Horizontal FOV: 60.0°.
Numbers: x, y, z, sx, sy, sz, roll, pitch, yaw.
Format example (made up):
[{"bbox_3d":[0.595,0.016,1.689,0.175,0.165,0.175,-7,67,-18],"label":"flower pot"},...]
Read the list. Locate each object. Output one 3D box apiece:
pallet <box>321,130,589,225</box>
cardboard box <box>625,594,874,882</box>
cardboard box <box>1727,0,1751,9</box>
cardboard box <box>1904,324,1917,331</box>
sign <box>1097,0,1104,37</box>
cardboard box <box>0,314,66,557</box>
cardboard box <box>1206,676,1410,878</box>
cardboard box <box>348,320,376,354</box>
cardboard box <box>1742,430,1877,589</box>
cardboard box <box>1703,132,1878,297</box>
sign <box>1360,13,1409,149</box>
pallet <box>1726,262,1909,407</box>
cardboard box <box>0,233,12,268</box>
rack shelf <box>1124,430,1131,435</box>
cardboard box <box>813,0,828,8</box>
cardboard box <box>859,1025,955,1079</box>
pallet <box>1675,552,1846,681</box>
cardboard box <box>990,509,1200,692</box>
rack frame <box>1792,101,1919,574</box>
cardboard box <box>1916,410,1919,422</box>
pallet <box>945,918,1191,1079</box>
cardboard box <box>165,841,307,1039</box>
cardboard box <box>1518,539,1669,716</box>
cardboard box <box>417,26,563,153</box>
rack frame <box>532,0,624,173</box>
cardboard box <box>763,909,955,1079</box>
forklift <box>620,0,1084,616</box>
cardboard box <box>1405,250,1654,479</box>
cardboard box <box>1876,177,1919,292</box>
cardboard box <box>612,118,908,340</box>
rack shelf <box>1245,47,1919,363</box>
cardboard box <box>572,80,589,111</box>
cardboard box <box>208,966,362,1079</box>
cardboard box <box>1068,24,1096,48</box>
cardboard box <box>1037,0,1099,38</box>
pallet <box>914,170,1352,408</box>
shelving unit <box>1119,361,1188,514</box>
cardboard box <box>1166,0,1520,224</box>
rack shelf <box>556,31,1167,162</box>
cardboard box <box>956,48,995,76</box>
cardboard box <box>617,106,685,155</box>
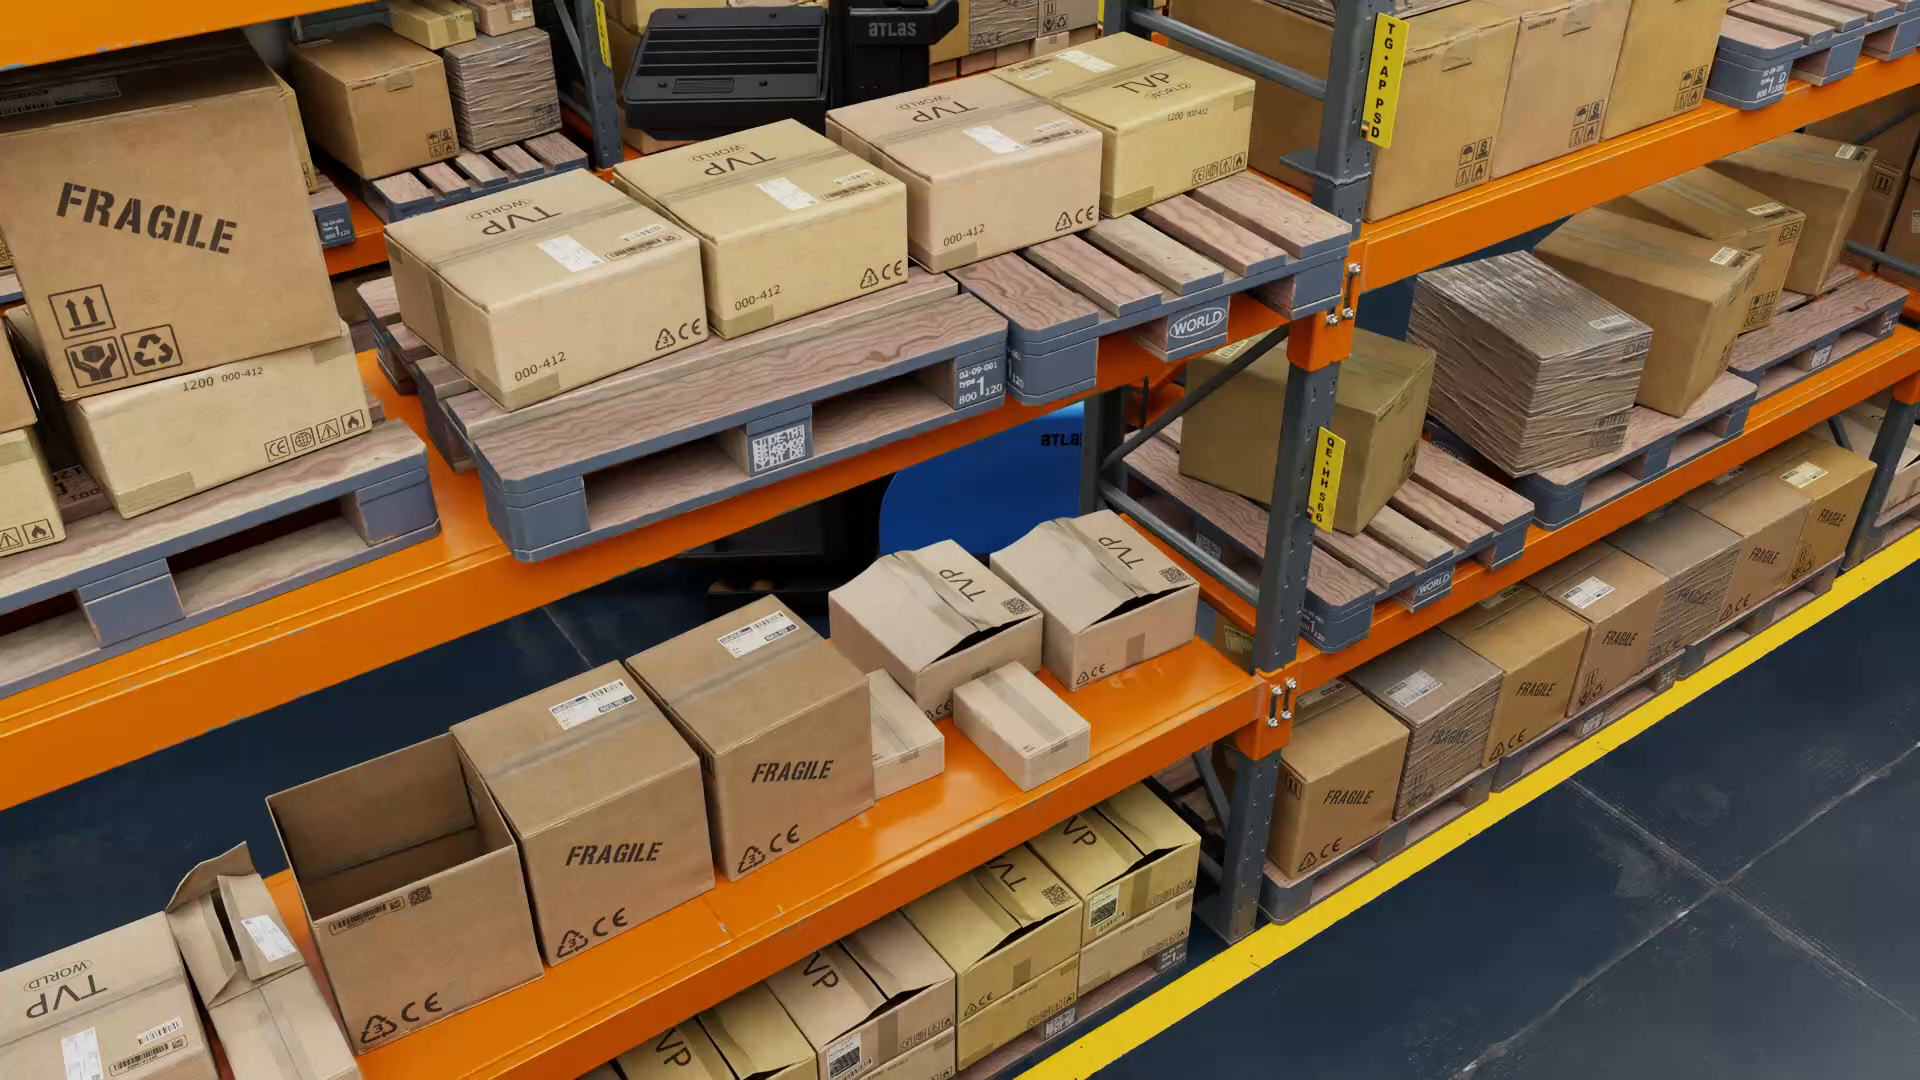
[{"bbox_3d":[-2.616,-1.964,8.577,1.003,0.211,1.213,-22,41,-28],"label":"pallet"},{"bbox_3d":[-0.600,0.562,4.814,0.500,0.500,0.500,-25,42,-30],"label":"cardboard box"},{"bbox_3d":[2.489,-2.200,5.641,0.600,0.600,0.600,-24,42,-30],"label":"cardboard box"},{"bbox_3d":[5.564,-1.115,8.992,0.637,0.503,0.797,-22,41,-28],"label":"cardboard box"},{"bbox_3d":[0.451,-1.657,4.973,0.005,0.325,0.100,-22,41,-28],"label":"sign"},{"bbox_3d":[-1.998,-0.154,3.095,0.500,0.250,0.500,-18,39,-23],"label":"cardboard box"},{"bbox_3d":[1.299,0.850,6.264,0.500,0.500,0.500,-21,41,-26],"label":"cardboard box"},{"bbox_3d":[-3.141,-1.112,8.991,0.500,0.500,0.700,-22,41,-28],"label":"cardboard box"},{"bbox_3d":[3.793,-0.176,7.690,0.500,0.500,0.500,-23,41,-28],"label":"cardboard box"},{"bbox_3d":[3.515,-1.474,7.285,0.700,0.500,0.500,22,41,28],"label":"cardboard box"},{"bbox_3d":[1.075,-1.162,4.217,0.005,0.325,0.100,-22,41,-28],"label":"sign"},{"bbox_3d":[3.316,-1.021,7.264,1.213,0.211,1.003,-22,41,-28],"label":"pallet"},{"bbox_3d":[-4.468,-1.546,7.368,0.500,0.500,0.700,-18,39,-23],"label":"cardboard box"},{"bbox_3d":[0.926,-0.463,8.321,0.258,0.148,0.480,23,42,28],"label":"rack shelf"},{"bbox_3d":[-0.711,-2.882,9.330,0.500,0.500,0.500,-23,41,-28],"label":"cardboard box"},{"bbox_3d":[-0.360,1.612,5.435,0.500,0.250,0.500,-21,41,-27],"label":"cardboard box"},{"bbox_3d":[3.388,0.109,7.918,1.213,0.211,1.003,-22,41,-28],"label":"pallet"},{"bbox_3d":[0.439,0.168,5.524,0.500,0.311,0.500,-20,40,-25],"label":"cardboard box"},{"bbox_3d":[4.032,-1.315,7.510,0.127,3.000,1.000,-22,41,-28],"label":"rack frame"},{"bbox_3d":[5.201,-0.677,8.672,0.250,0.166,0.380,-22,41,-28],"label":"cardboard box"},{"bbox_3d":[0.067,1.421,6.094,1.213,0.211,1.003,-22,41,-28],"label":"pallet"},{"bbox_3d":[-1.895,1.047,4.341,0.258,0.266,0.396,-23,42,-29],"label":"cardboard box"},{"bbox_3d":[2.560,0.327,6.991,0.500,0.500,0.500,-24,42,-29],"label":"cardboard box"},{"bbox_3d":[-2.473,-2.389,8.540,0.500,0.500,0.700,-28,44,-33],"label":"cardboard box"},{"bbox_3d":[-2.095,-2.333,8.924,0.127,3.000,1.000,-22,41,-28],"label":"rack frame"},{"bbox_3d":[-0.360,1.388,5.266,0.500,0.311,0.500,-23,41,-28],"label":"cardboard box"},{"bbox_3d":[-0.843,-1.149,7.338,3.031,2.935,1.130,-1,36,-2],"label":"forklift"},{"bbox_3d":[2.069,-0.663,6.158,0.500,0.500,0.700,-15,38,-19],"label":"cardboard box"},{"bbox_3d":[4.605,-1.397,7.538,0.500,0.500,0.500,-21,41,-27],"label":"cardboard box"},{"bbox_3d":[-0.469,-0.746,3.918,0.500,0.250,0.500,-23,42,-29],"label":"cardboard box"},{"bbox_3d":[2.397,-1.568,5.909,4.000,0.370,1.077,-22,41,-28],"label":"rack shelf"},{"bbox_3d":[-1.976,-2.471,9.314,0.250,0.149,0.380,-22,41,-27],"label":"cardboard box"},{"bbox_3d":[-1.666,1.277,4.120,0.250,0.149,0.380,-22,41,-28],"label":"cardboard box"},{"bbox_3d":[0.631,-3.174,10.292,0.250,0.149,0.380,-21,41,-27],"label":"cardboard box"},{"bbox_3d":[0.531,-3.396,10.045,0.500,0.500,0.500,-22,41,-28],"label":"cardboard box"},{"bbox_3d":[0.259,-0.840,4.442,1.003,0.211,1.213,-20,40,-26],"label":"pallet"},{"bbox_3d":[0.926,-0.679,8.166,0.258,1.200,0.503,23,42,28],"label":"shelving unit"},{"bbox_3d":[1.099,-1.391,4.960,0.500,0.500,0.910,-22,41,-28],"label":"cardboard box"},{"bbox_3d":[-0.460,-2.713,10.070,4.000,0.370,1.077,-22,41,-28],"label":"rack shelf"},{"bbox_3d":[-0.002,-2.929,9.952,0.250,0.149,0.380,-24,42,-29],"label":"cardboard box"},{"bbox_3d":[-1.692,-2.239,8.992,0.250,0.149,0.380,-23,42,-29],"label":"cardboard box"}]
